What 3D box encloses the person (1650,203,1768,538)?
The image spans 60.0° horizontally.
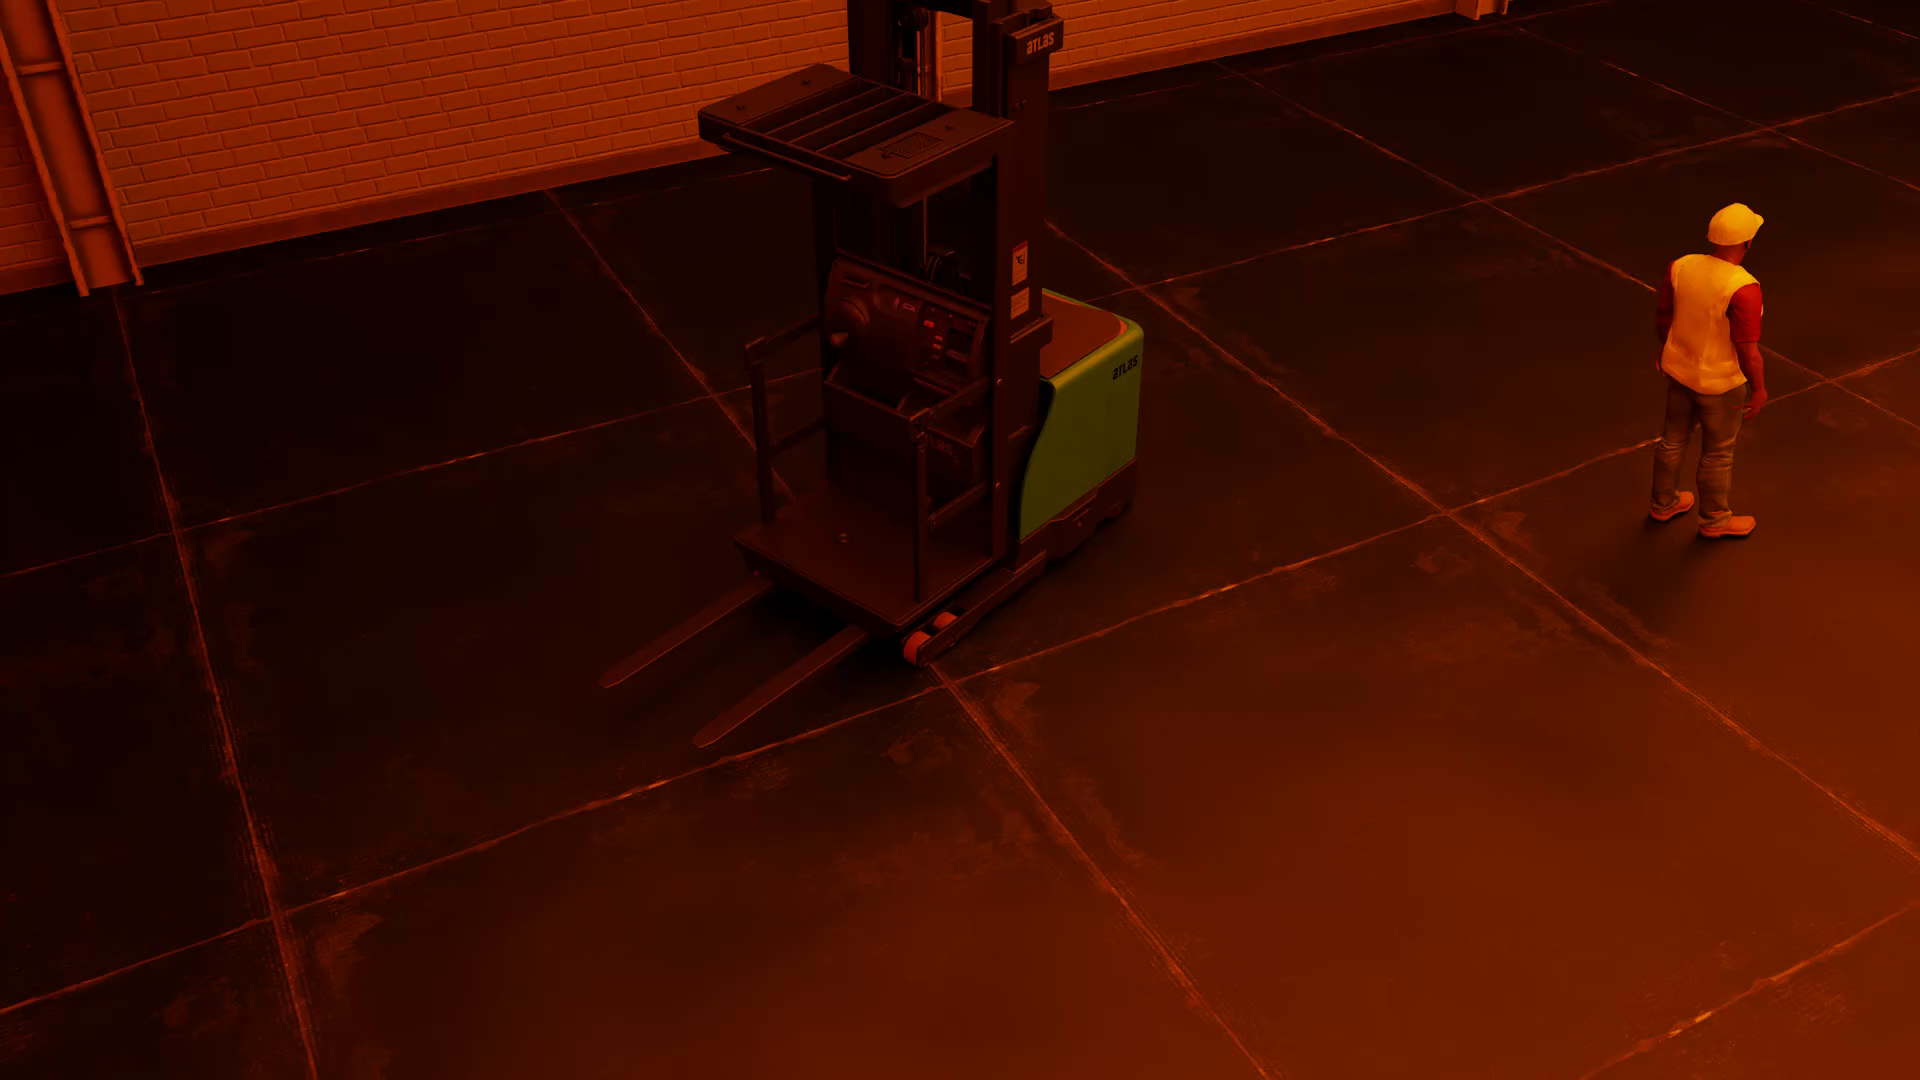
[{"bbox_3d":[3.793,-0.859,8.335,0.574,1.769,0.665,-15,38,-20],"label":"person"}]

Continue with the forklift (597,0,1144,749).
[{"bbox_3d":[-0.390,-0.927,7.434,1.130,2.935,3.031,26,43,31],"label":"forklift"}]
